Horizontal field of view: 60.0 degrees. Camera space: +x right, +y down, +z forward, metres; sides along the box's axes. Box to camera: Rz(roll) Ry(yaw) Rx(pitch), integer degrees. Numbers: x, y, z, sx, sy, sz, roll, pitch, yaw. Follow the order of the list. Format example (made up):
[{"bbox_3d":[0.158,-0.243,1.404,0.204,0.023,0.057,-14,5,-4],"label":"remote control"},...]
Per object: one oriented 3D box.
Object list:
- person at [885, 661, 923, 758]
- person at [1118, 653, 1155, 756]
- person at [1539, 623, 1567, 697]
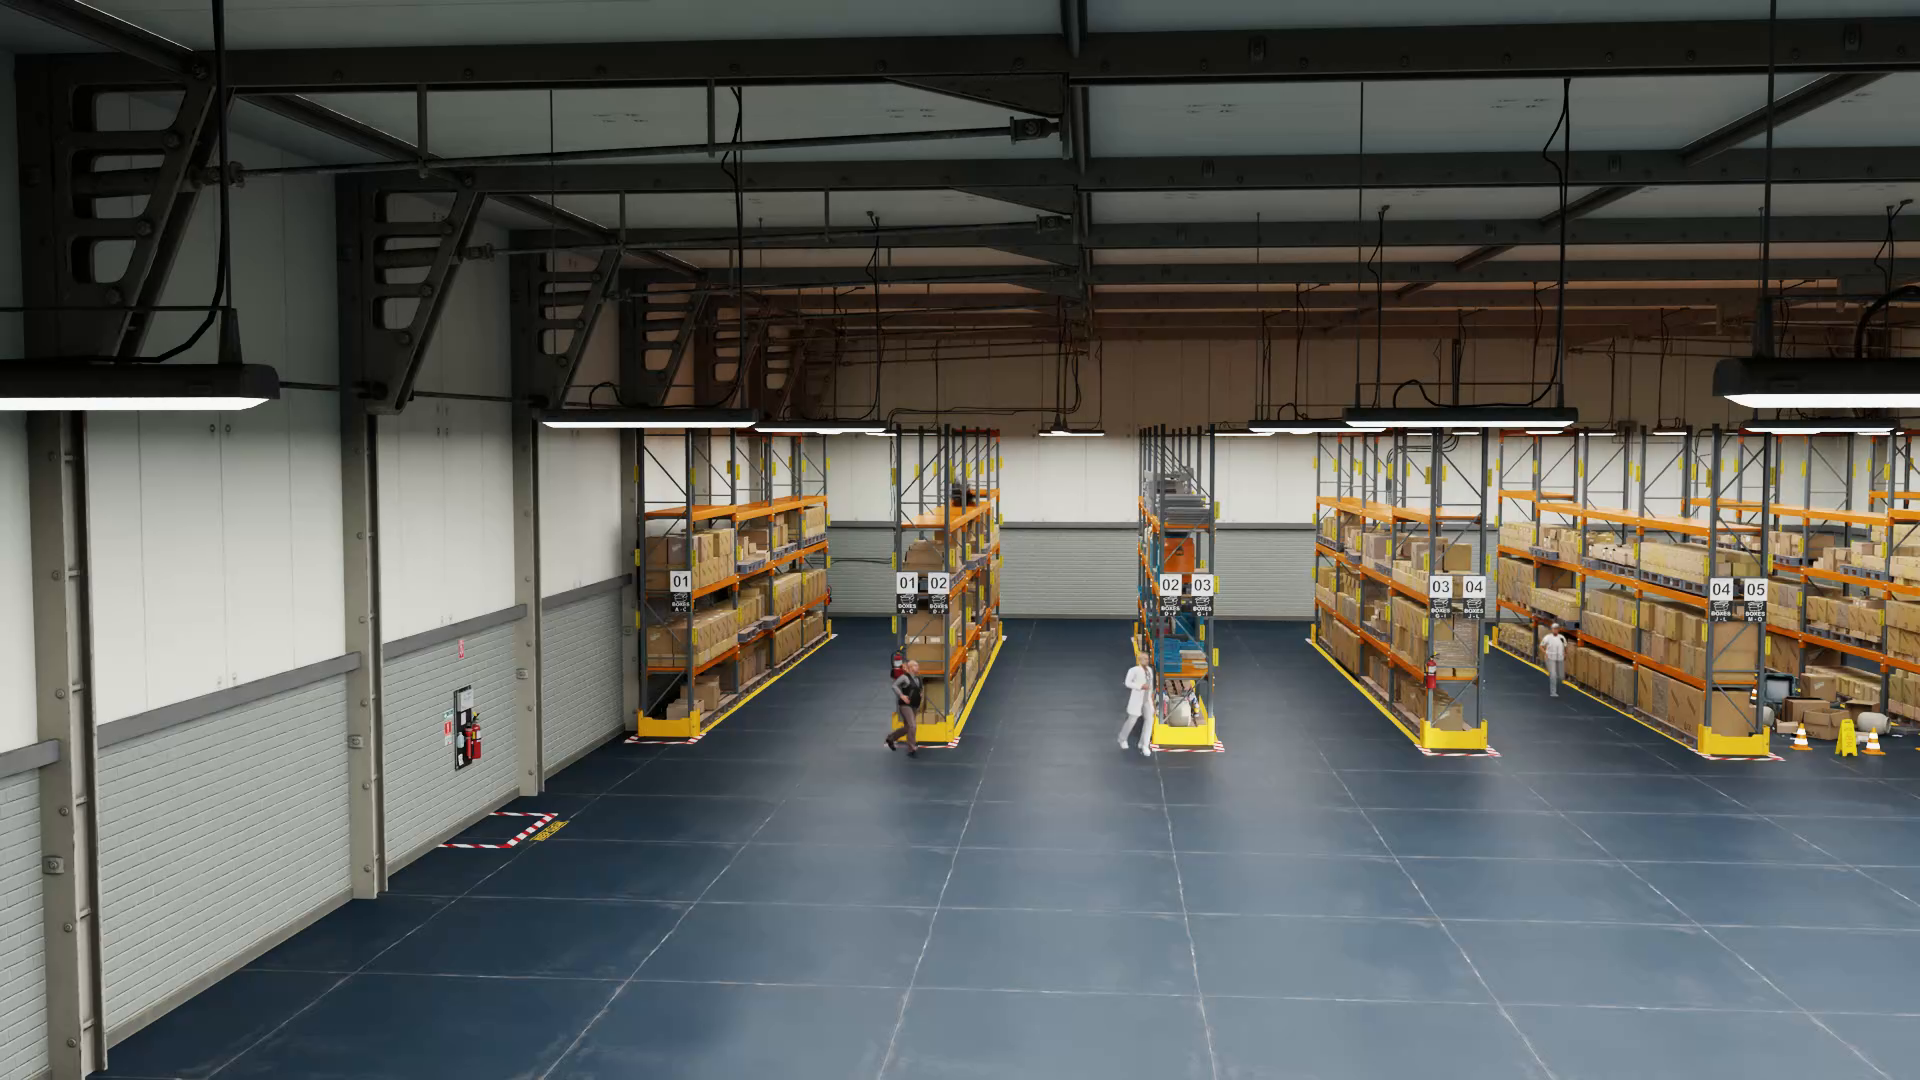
[{"bbox_3d":[-0.924,3.054,30.204,0.878,1.728,0.685,3,4,37],"label":"person"},{"bbox_3d":[3.297,2.974,30.410,0.729,1.811,0.902,-2,4,-30],"label":"person"},{"bbox_3d":[13.215,2.661,37.002,0.611,1.619,0.664,0,3,1],"label":"person"}]
